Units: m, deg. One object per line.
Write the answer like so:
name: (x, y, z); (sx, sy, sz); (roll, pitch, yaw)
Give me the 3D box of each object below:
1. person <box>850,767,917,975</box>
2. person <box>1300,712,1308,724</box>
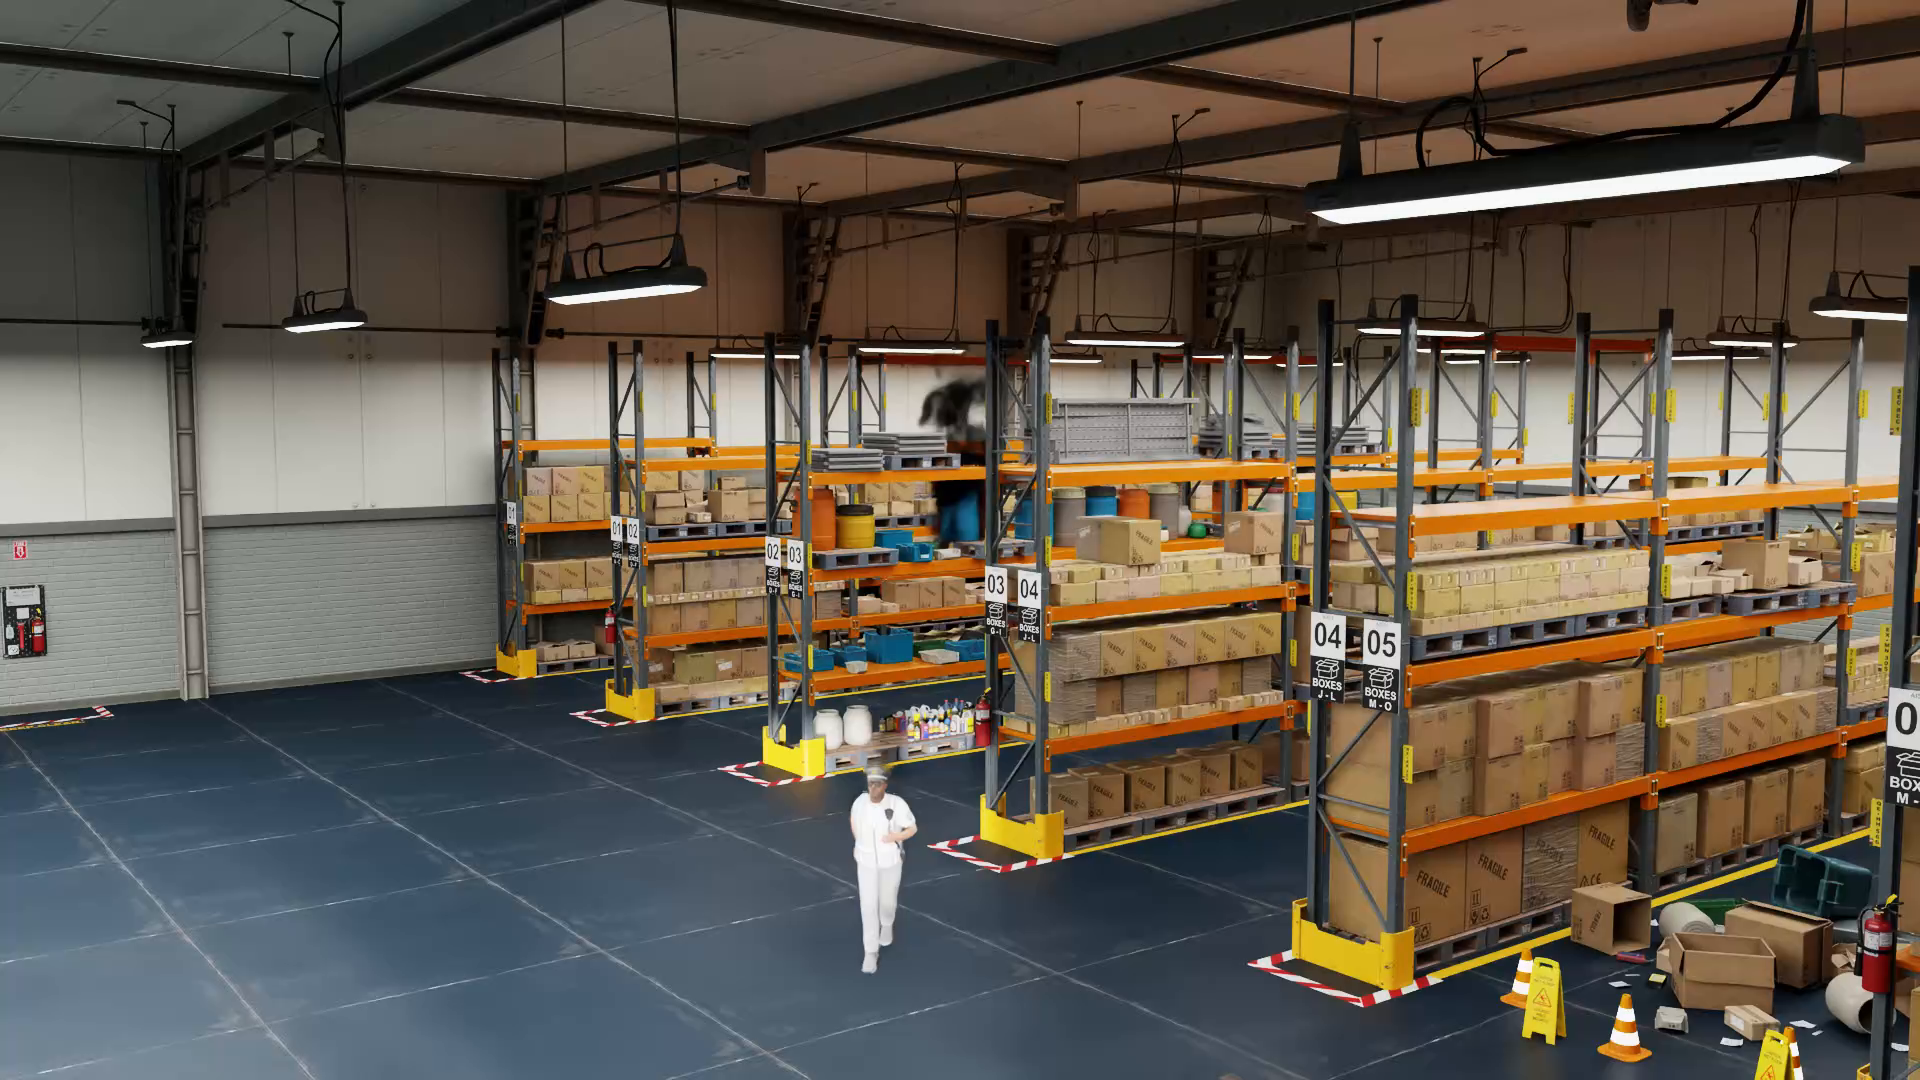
person: (-0.709, 2.948, 15.202); (0.640, 1.818, 0.910); (0, 5, 4)
person: (4.887, 2.186, 24.063); (0.940, 1.682, 0.611); (-4, 7, -40)
